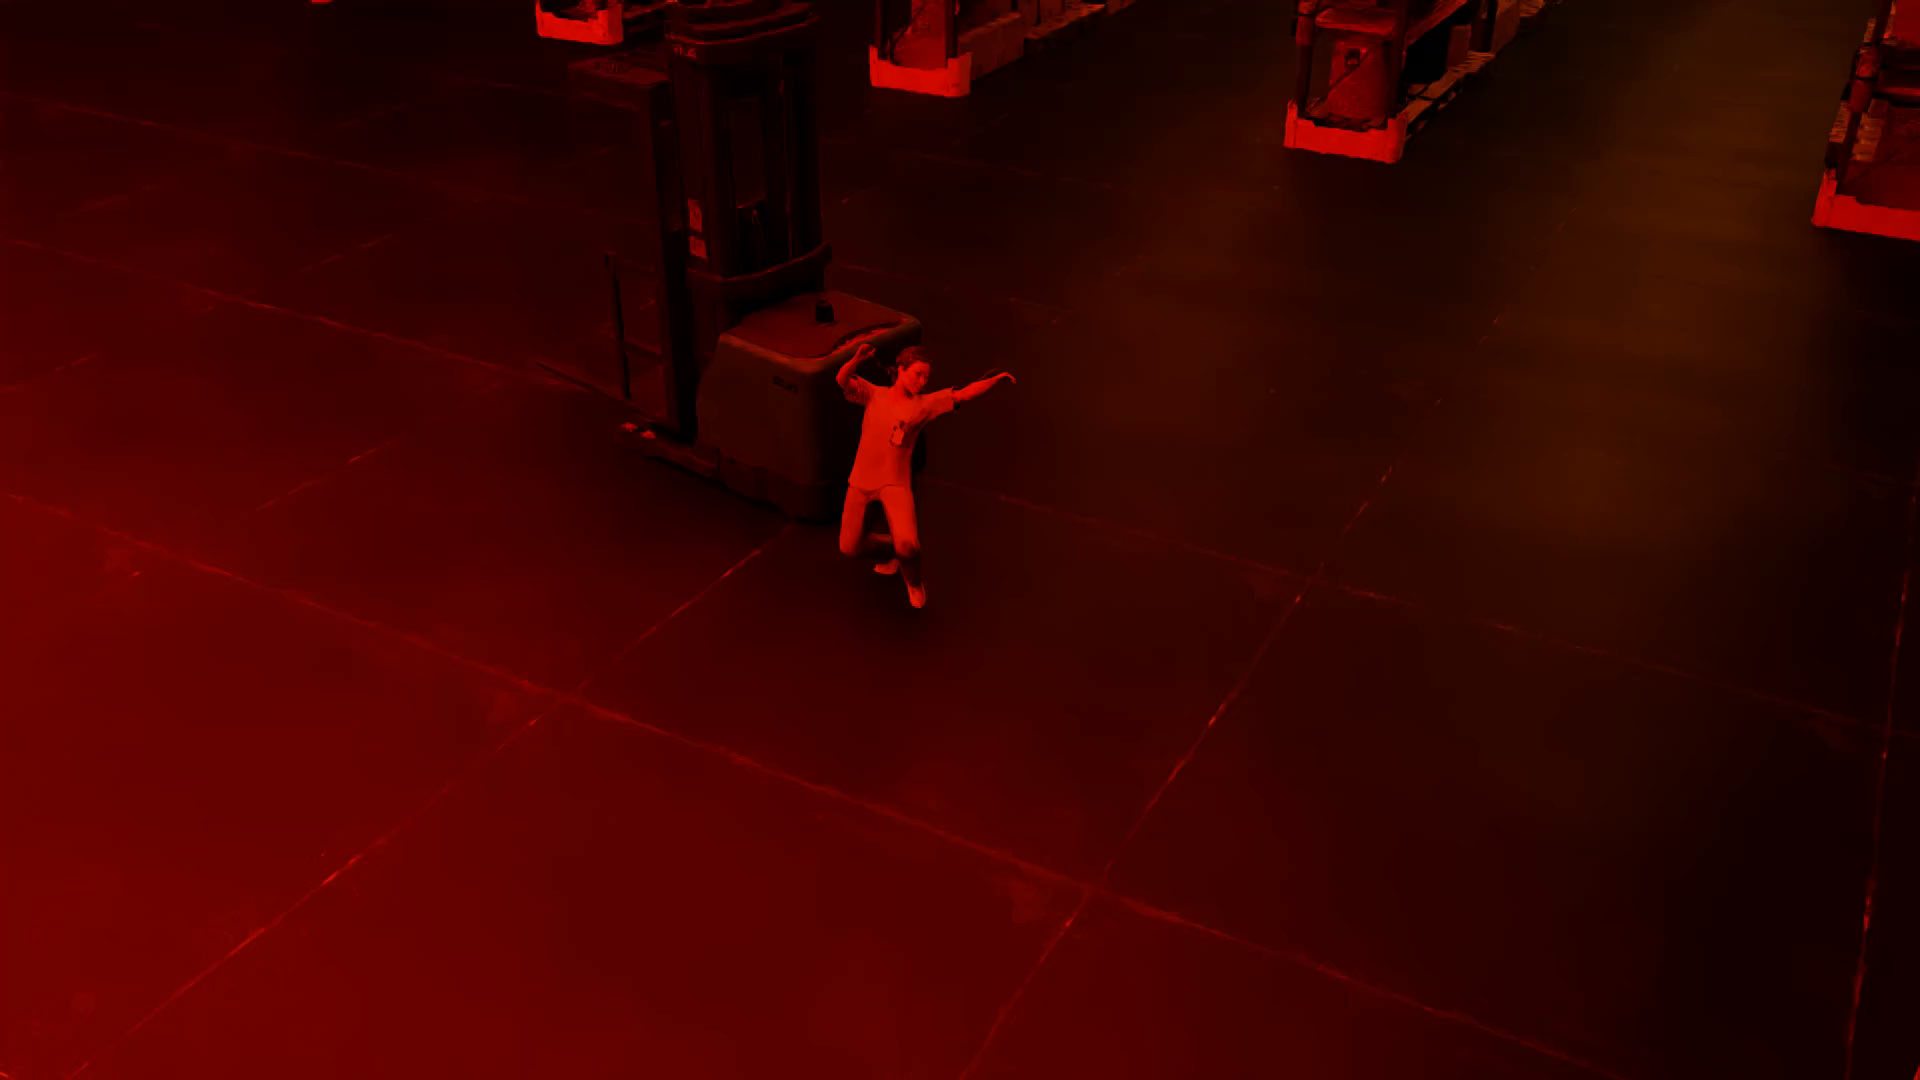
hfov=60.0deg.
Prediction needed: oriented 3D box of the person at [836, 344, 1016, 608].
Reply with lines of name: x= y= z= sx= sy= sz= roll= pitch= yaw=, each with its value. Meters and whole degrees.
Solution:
person: x=-0.211 y=-0.366 z=9.097 sx=0.969 sy=1.561 sz=0.787 roll=10 pitch=32 yaw=17

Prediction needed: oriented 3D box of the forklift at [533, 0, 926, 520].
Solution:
forklift: x=-1.667 y=-2.000 z=10.536 sx=3.031 sy=2.935 sz=1.130 roll=23 pitch=37 yaw=34
